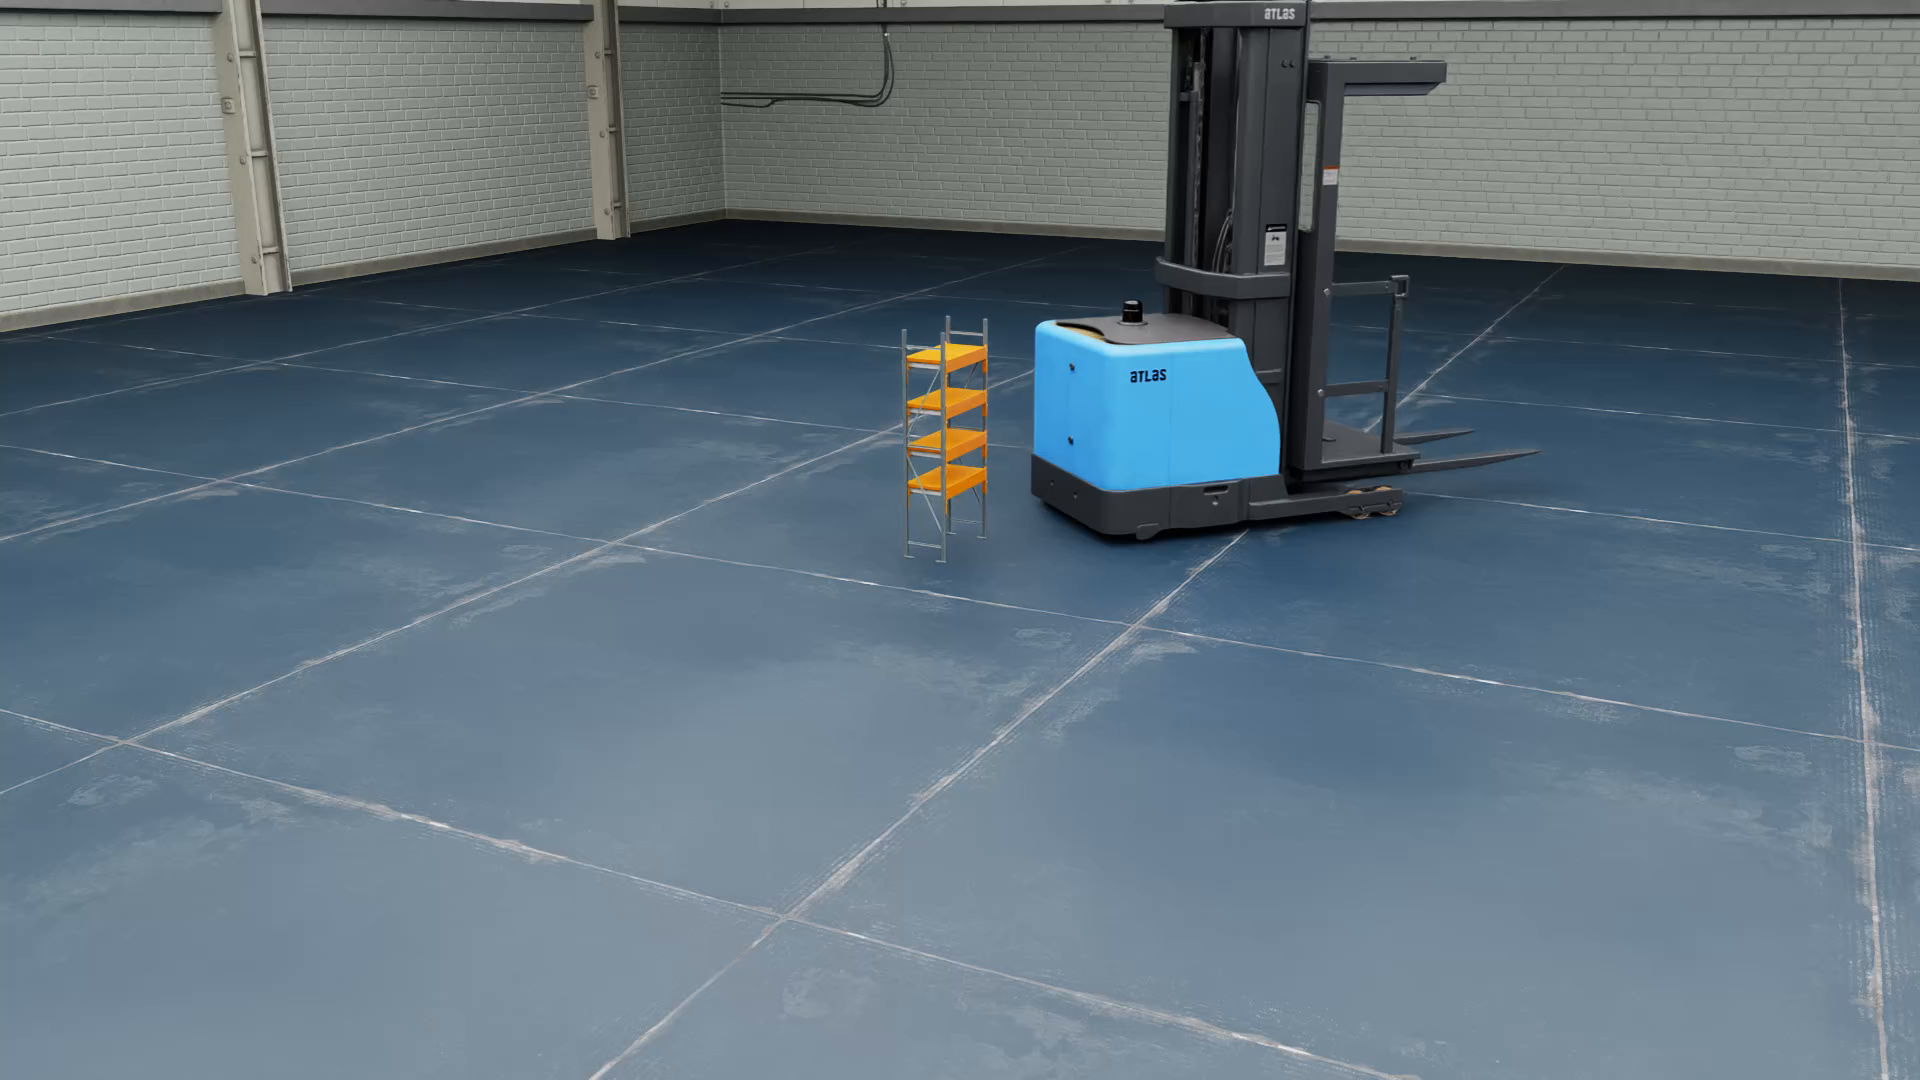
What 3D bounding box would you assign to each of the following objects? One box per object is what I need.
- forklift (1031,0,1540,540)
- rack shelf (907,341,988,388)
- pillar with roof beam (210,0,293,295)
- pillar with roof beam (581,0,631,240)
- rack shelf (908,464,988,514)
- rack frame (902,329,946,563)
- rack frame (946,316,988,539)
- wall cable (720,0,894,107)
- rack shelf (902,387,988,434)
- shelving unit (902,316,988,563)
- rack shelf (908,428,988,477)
[{"bbox_3d":[1.981,-1.653,9.442,3.031,2.935,1.130,-7,18,-21],"label":"forklift"},{"bbox_3d":[-0.074,-0.910,8.600,0.258,0.148,0.480,8,18,25],"label":"rack shelf"},{"bbox_3d":[-3.680,-6.465,14.985,9.100,9.000,0.400,8,18,25],"label":"pillar with roof beam"},{"bbox_3d":[-0.999,-7.993,20.131,9.100,9.000,0.400,8,18,25],"label":"pillar with roof beam"},{"bbox_3d":[-0.074,-0.278,8.787,0.258,0.148,0.480,8,18,25],"label":"rack shelf"},{"bbox_3d":[-0.183,-0.471,8.502,0.240,1.200,0.015,8,18,25],"label":"rack frame"},{"bbox_3d":[0.035,-0.595,8.921,0.240,1.200,0.015,8,18,25],"label":"rack frame"},{"bbox_3d":[-2.351,-7.634,24.377,3.097,2.526,0.112,8,18,25],"label":"wall cable"},{"bbox_3d":[-0.074,-0.683,8.667,0.258,0.148,0.480,8,18,25],"label":"rack shelf"},{"bbox_3d":[-0.074,-0.533,8.712,0.258,1.200,0.503,8,18,25],"label":"shelving unit"},{"bbox_3d":[-0.074,-0.469,8.731,0.258,0.148,0.480,8,18,25],"label":"rack shelf"}]
